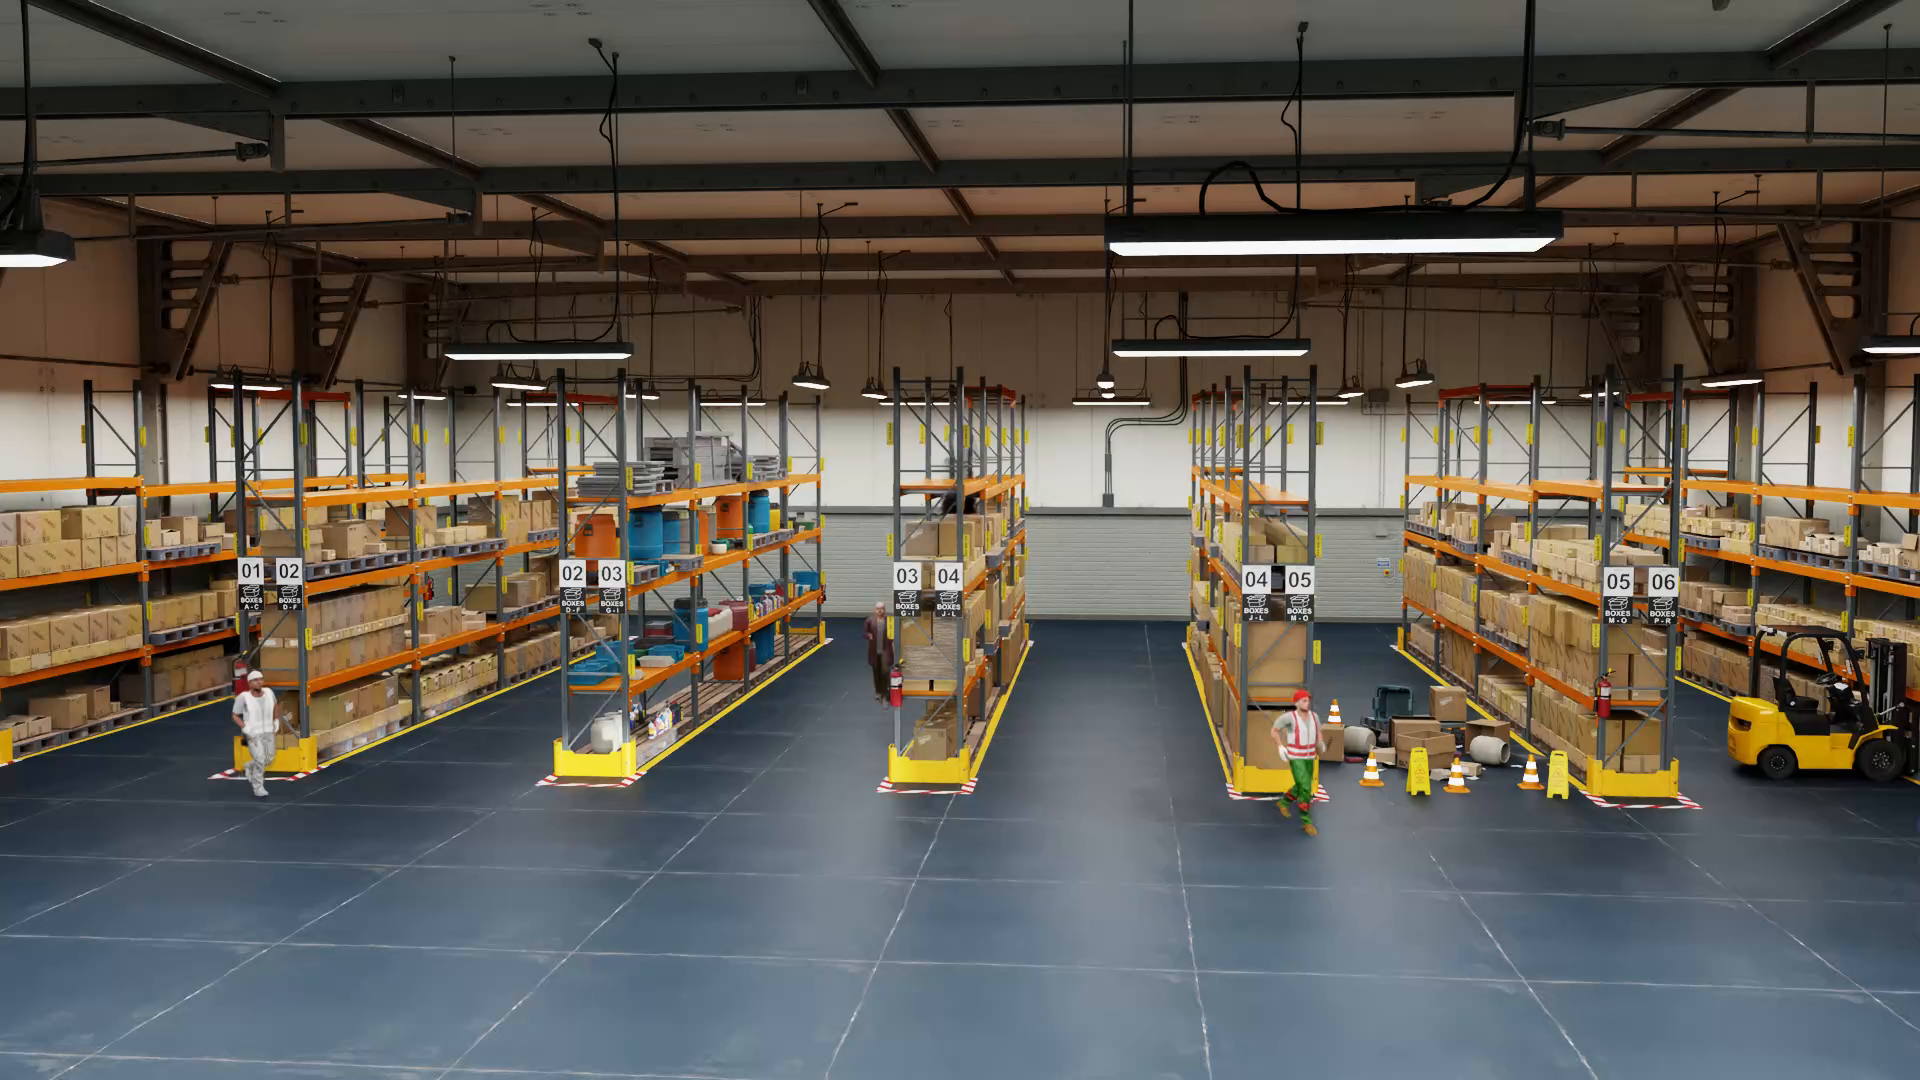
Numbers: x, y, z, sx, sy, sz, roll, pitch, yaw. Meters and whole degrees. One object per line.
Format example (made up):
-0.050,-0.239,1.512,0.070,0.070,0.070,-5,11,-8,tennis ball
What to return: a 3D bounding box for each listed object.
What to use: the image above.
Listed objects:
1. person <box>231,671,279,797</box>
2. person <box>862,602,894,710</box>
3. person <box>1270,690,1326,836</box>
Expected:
-9.839,2.686,23.229,0.684,1.750,0.690,3,5,39,person
-1.403,2.032,29.330,0.654,1.883,0.834,0,4,4,person
4.329,2.798,21.249,0.661,1.800,0.888,-2,4,-29,person
